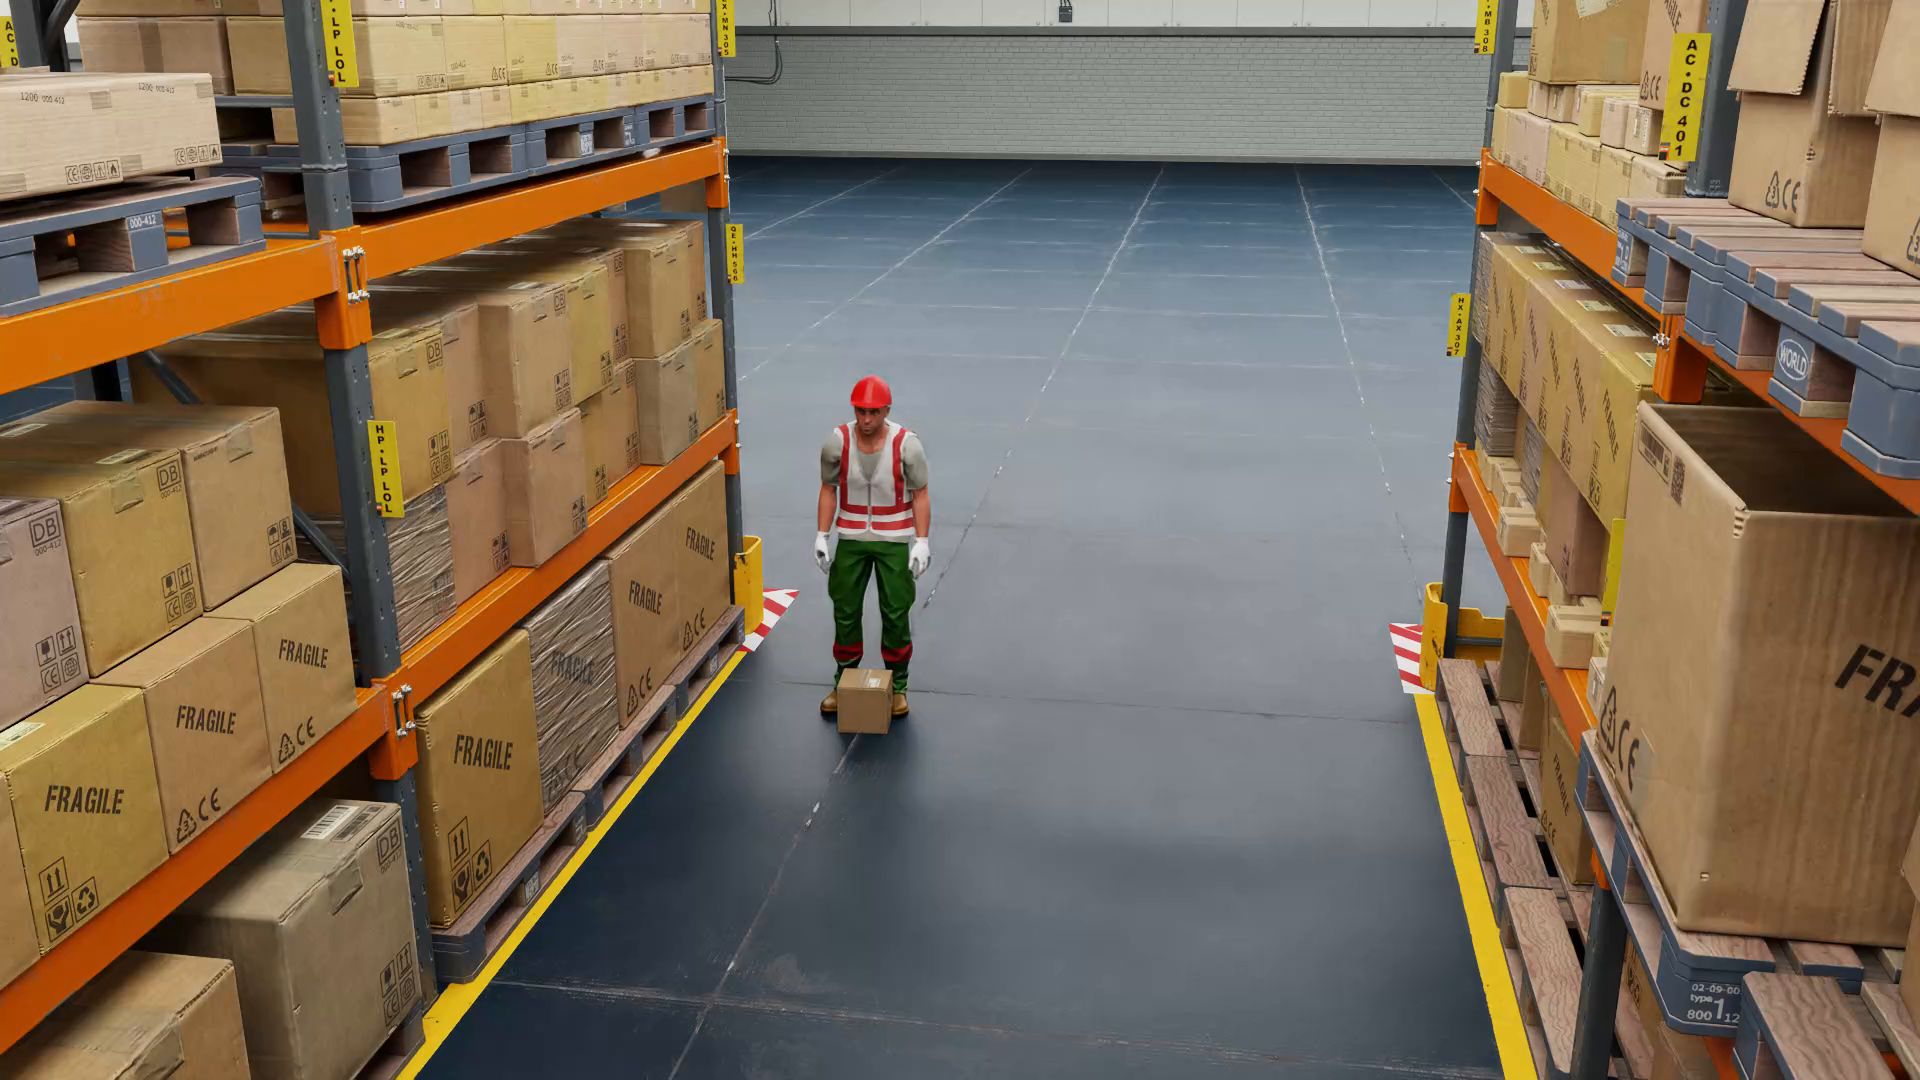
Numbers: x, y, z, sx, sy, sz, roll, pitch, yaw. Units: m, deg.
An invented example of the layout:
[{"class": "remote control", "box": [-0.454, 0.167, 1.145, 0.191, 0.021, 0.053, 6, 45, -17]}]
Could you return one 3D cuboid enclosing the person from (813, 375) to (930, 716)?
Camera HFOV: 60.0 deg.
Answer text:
[{"class": "person", "box": [-0.450, 0.024, 8.454, 0.603, 1.778, 0.452, 3, 18, 8]}]
